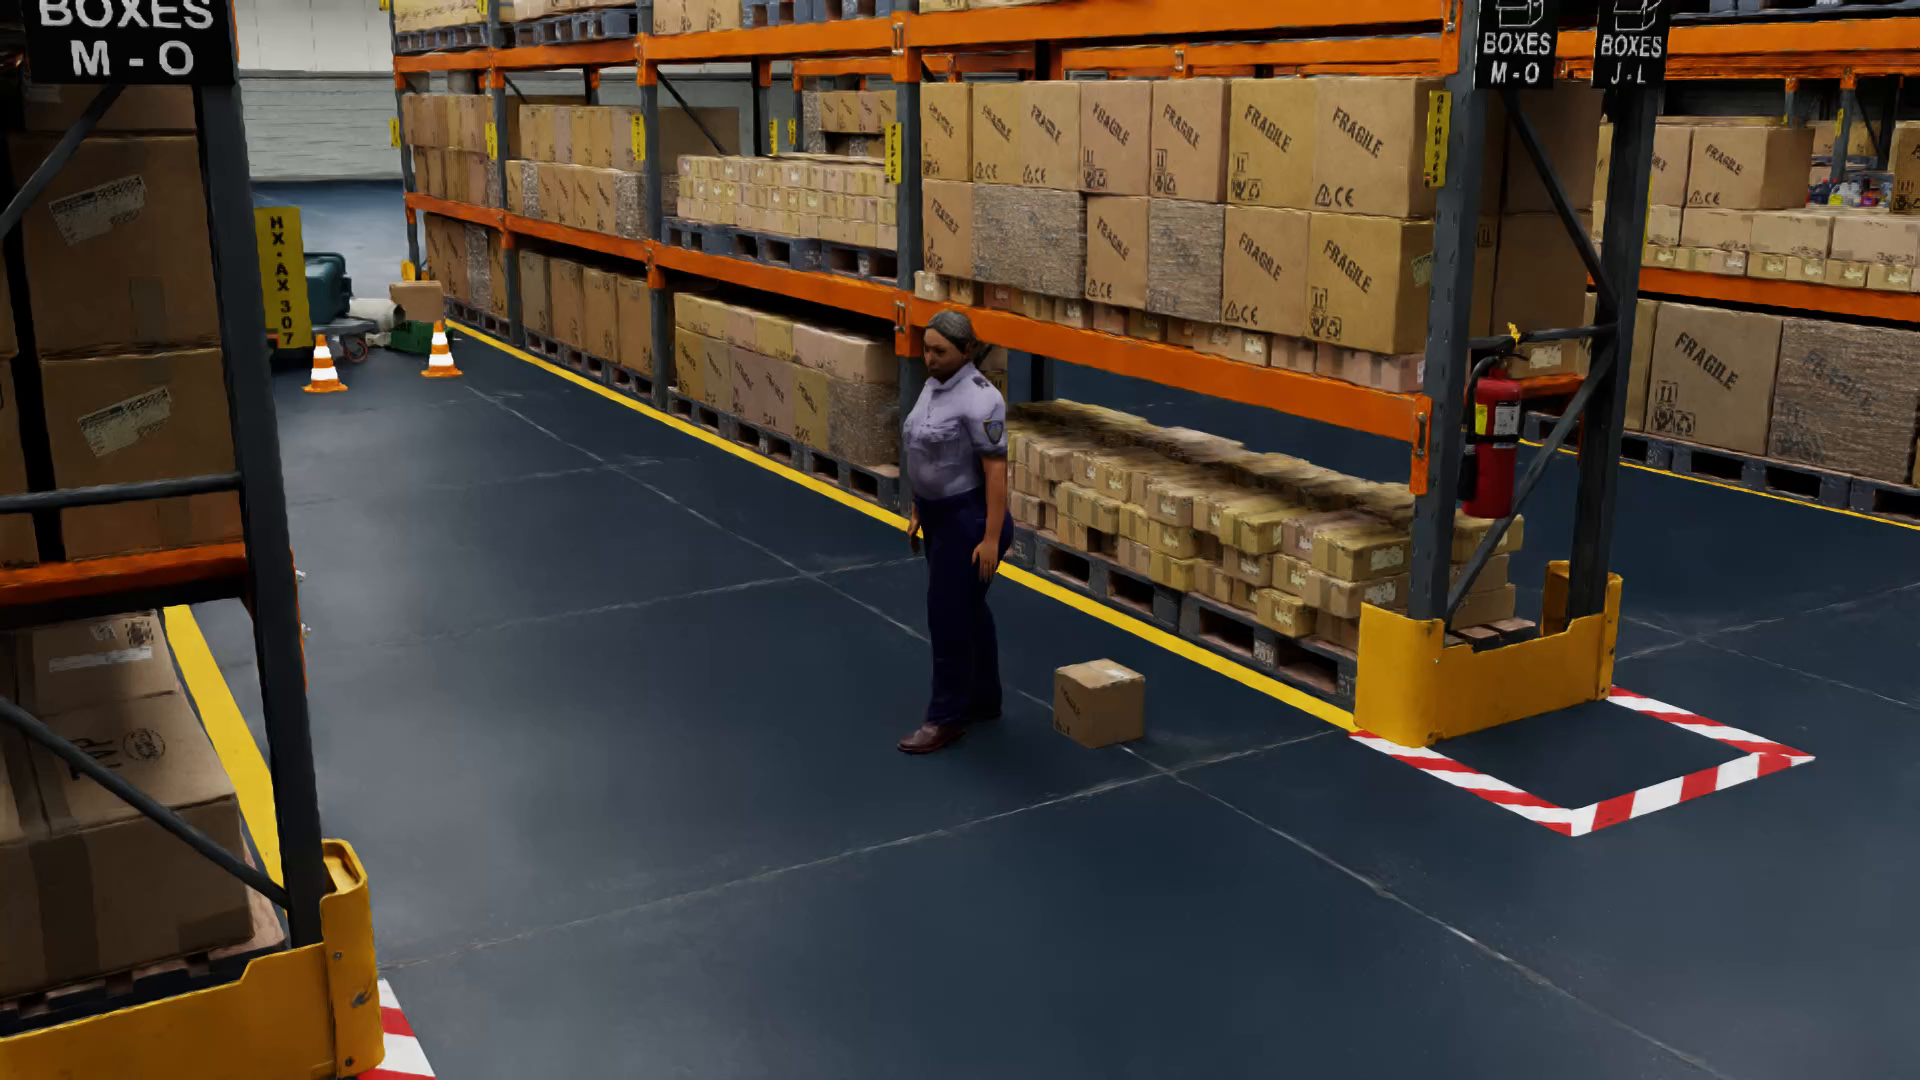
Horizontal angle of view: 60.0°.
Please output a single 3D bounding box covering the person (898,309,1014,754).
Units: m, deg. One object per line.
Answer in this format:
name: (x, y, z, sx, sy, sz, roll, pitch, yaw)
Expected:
person: (-0.024, -0.037, 6.184, 0.494, 1.651, 0.540, -5, 16, -20)
